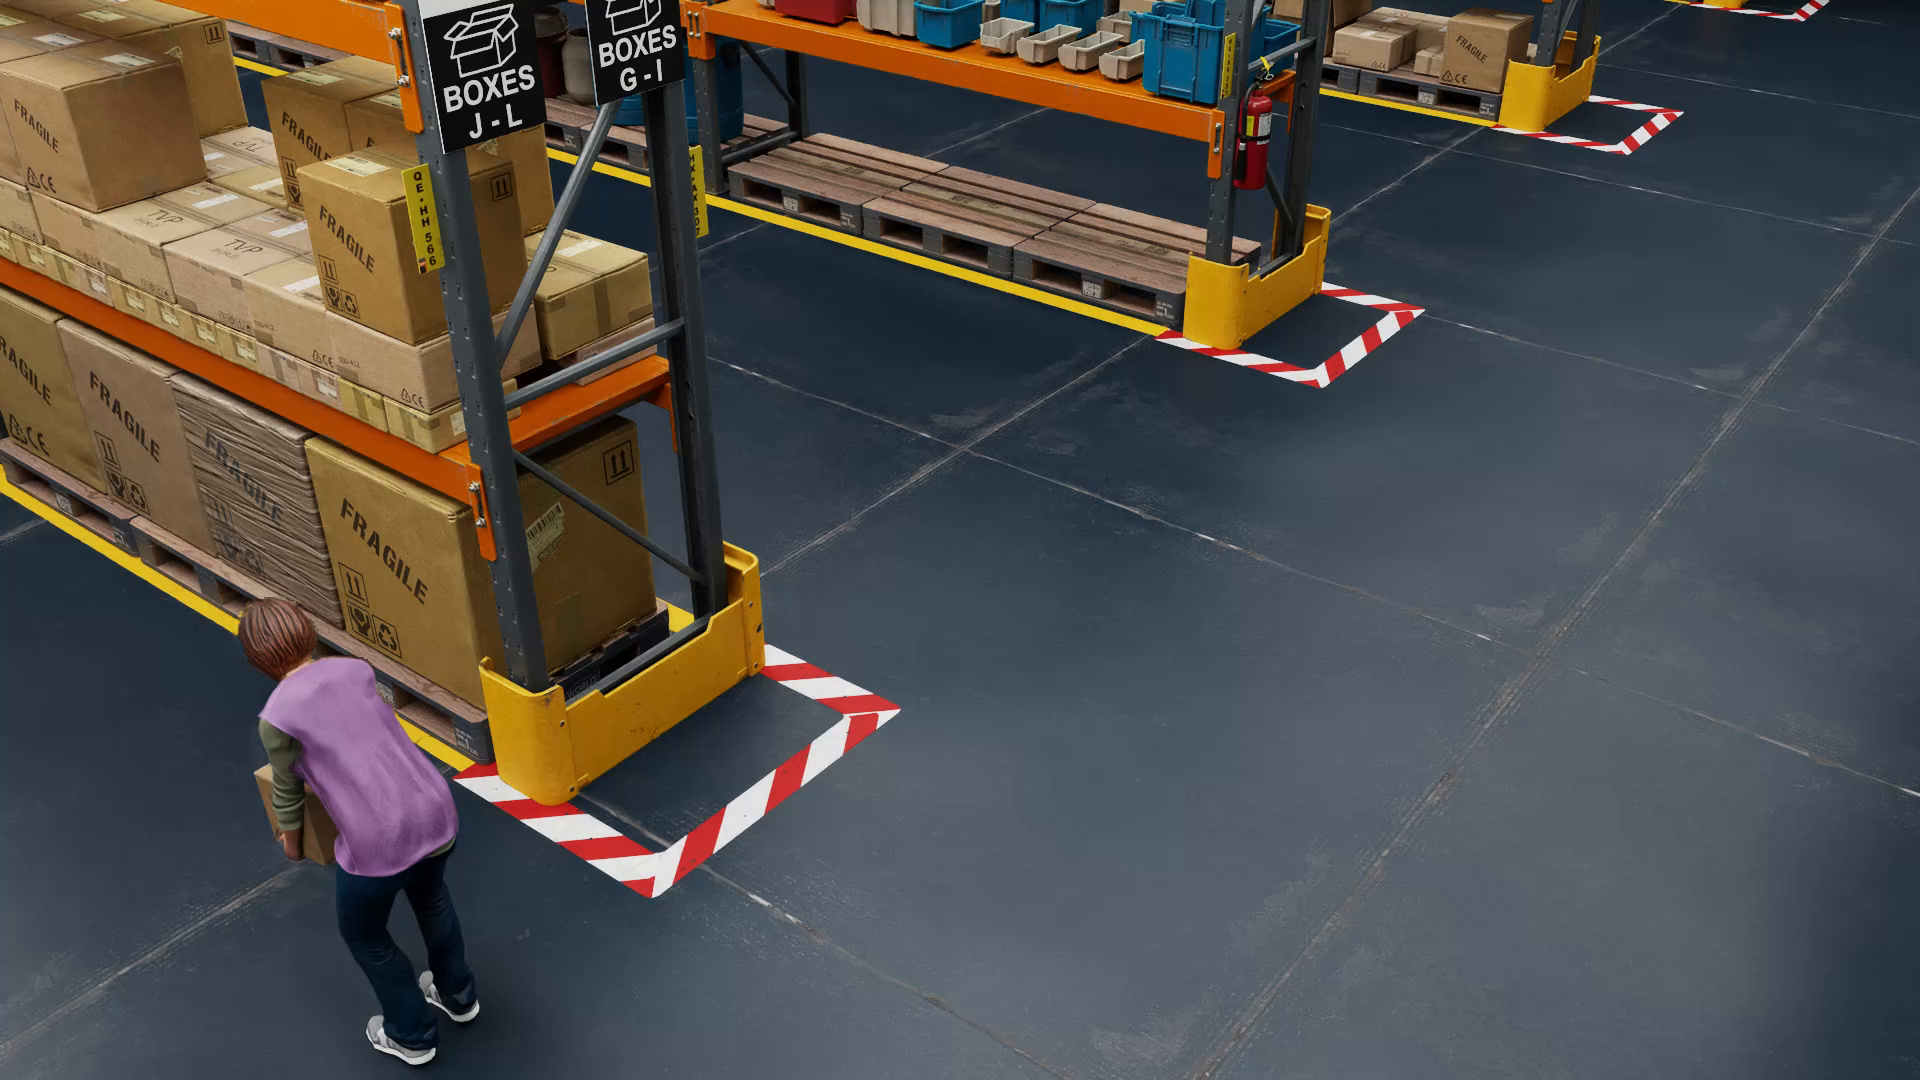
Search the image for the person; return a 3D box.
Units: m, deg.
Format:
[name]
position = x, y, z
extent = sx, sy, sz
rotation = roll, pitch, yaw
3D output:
[person]
position = -1.739, 0.861, 4.868
extent = 0.646, 1.459, 0.374
rotation = 21, 37, 30
